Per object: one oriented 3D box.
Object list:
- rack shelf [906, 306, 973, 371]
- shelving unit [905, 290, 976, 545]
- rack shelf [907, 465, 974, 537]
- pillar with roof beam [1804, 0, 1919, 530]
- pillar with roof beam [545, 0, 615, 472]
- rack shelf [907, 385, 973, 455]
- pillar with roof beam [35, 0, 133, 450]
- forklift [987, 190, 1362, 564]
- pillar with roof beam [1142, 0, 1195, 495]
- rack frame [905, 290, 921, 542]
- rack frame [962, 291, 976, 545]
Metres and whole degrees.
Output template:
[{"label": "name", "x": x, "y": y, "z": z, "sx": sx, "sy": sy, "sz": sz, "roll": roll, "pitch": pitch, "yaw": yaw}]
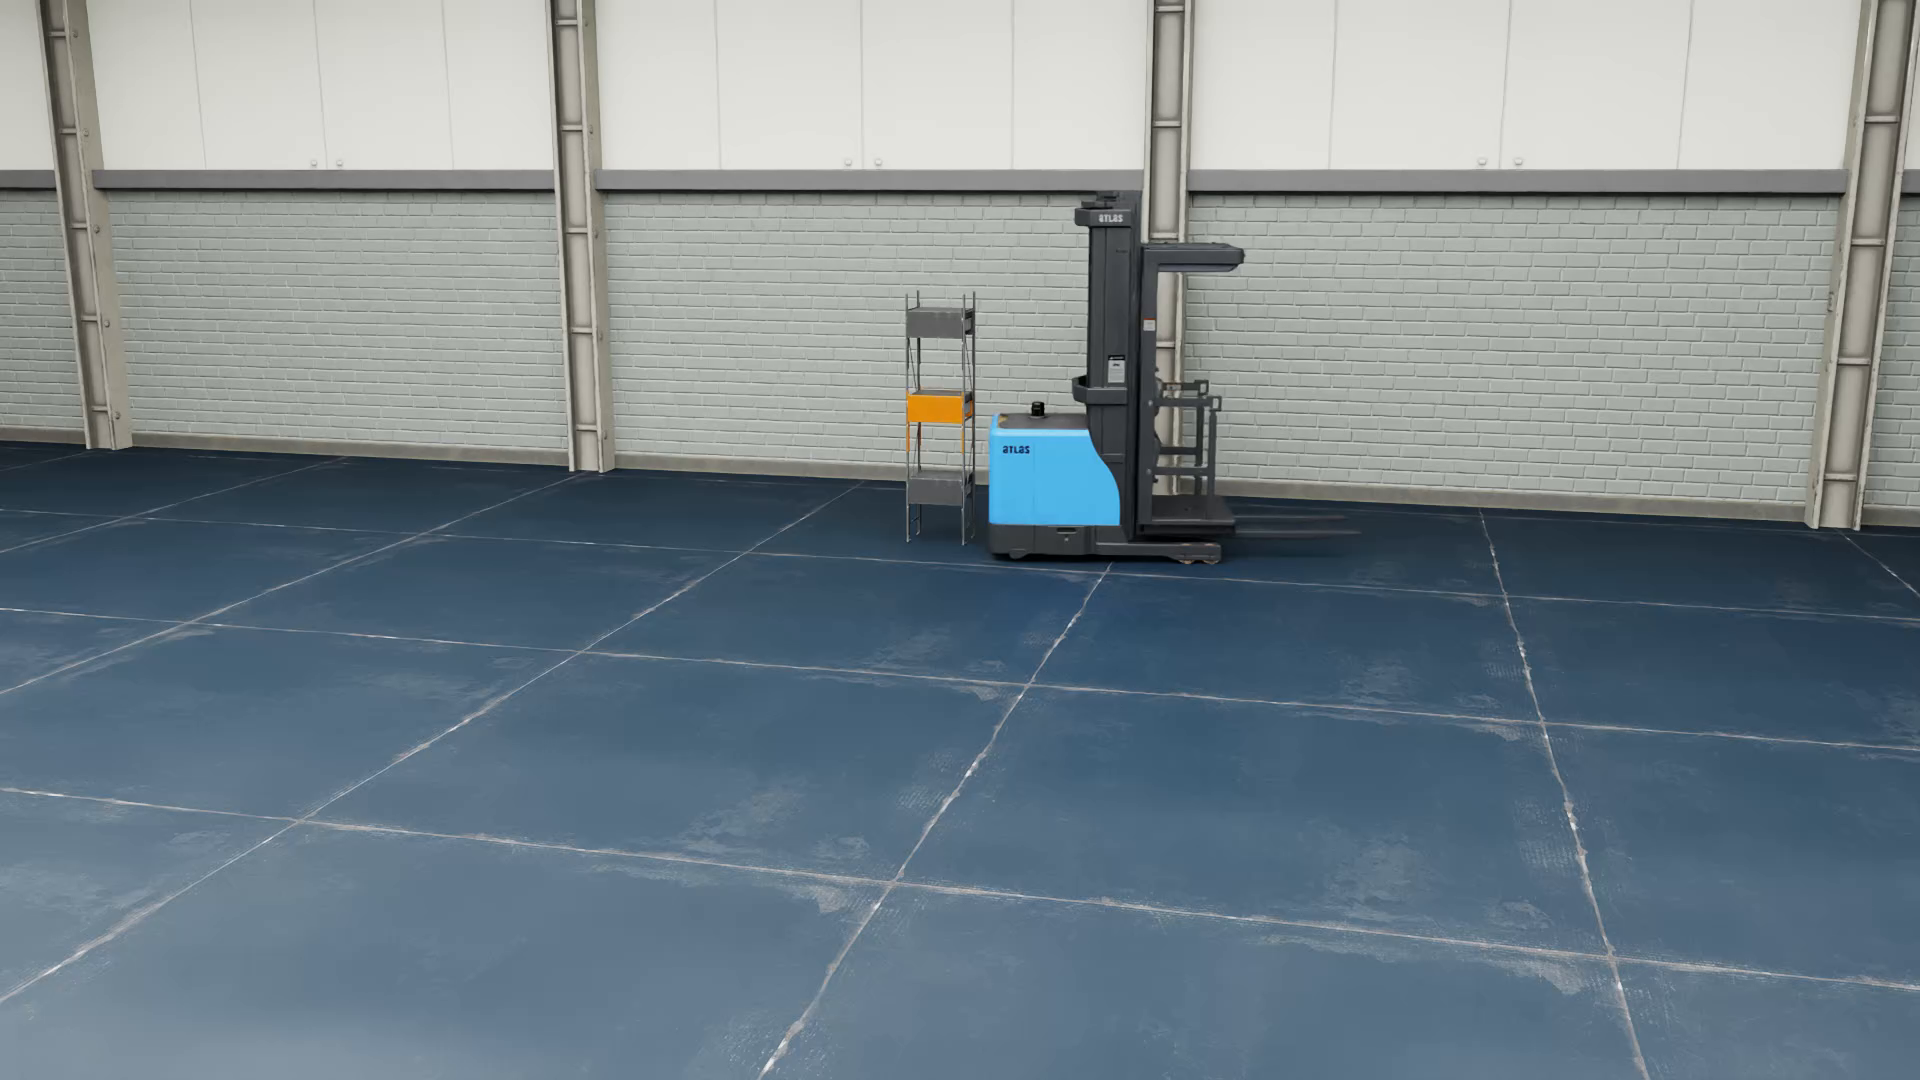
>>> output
[{"label": "rack shelf", "x": -0.161, "y": -1.704, "z": 13.896, "sx": 0.480, "sy": 0.518, "sz": 0.431, "roll": 3, "pitch": 13, "yaw": 14}, {"label": "shelving unit", "x": -0.161, "y": -1.034, "z": 14.045, "sx": 0.503, "sy": 2.100, "sz": 0.431, "roll": 3, "pitch": 13, "yaw": 14}, {"label": "rack shelf", "x": -0.161, "y": -0.337, "z": 14.200, "sx": 0.480, "sy": 0.518, "sz": 0.431, "roll": 3, "pitch": 13, "yaw": 14}, {"label": "pillar with roof beam", "x": 6.729, "y": -3.615, "z": 9.753, "sx": 0.400, "sy": 9.000, "sz": 9.100, "roll": 3, "pitch": 13, "yaw": 14}, {"label": "pillar with roof beam", "x": -4.922, "y": -4.238, "z": 12.559, "sx": 0.400, "sy": 9.000, "sz": 9.100, "roll": 3, "pitch": 13, "yaw": 14}, {"label": "rack shelf", "x": -0.161, "y": -1.020, "z": 14.048, "sx": 0.480, "sy": 0.518, "sz": 0.431, "roll": 3, "pitch": 13, "yaw": 14}, {"label": "pillar with roof beam", "x": -10.747, "y": -4.549, "z": 13.963, "sx": 0.400, "sy": 9.000, "sz": 9.100, "roll": 3, "pitch": 13, "yaw": 14}, {"label": "forklift", "x": 1.756, "y": -1.353, "z": 13.563, "sx": 3.031, "sy": 2.935, "sz": 1.130, "roll": 1, "pitch": 13, "yaw": 2}, {"label": "pillar with roof beam", "x": 0.904, "y": -3.927, "z": 11.156, "sx": 0.400, "sy": 9.000, "sz": 9.100, "roll": 3, "pitch": 13, "yaw": 14}, {"label": "rack frame", "x": -0.398, "y": -1.046, "z": 14.102, "sx": 0.015, "sy": 2.100, "sz": 0.400, "roll": 3, "pitch": 13, "yaw": 14}, {"label": "rack frame", "x": 0.076, "y": -1.021, "z": 13.988, "sx": 0.015, "sy": 2.100, "sz": 0.400, "roll": 3, "pitch": 13, "yaw": 14}]
